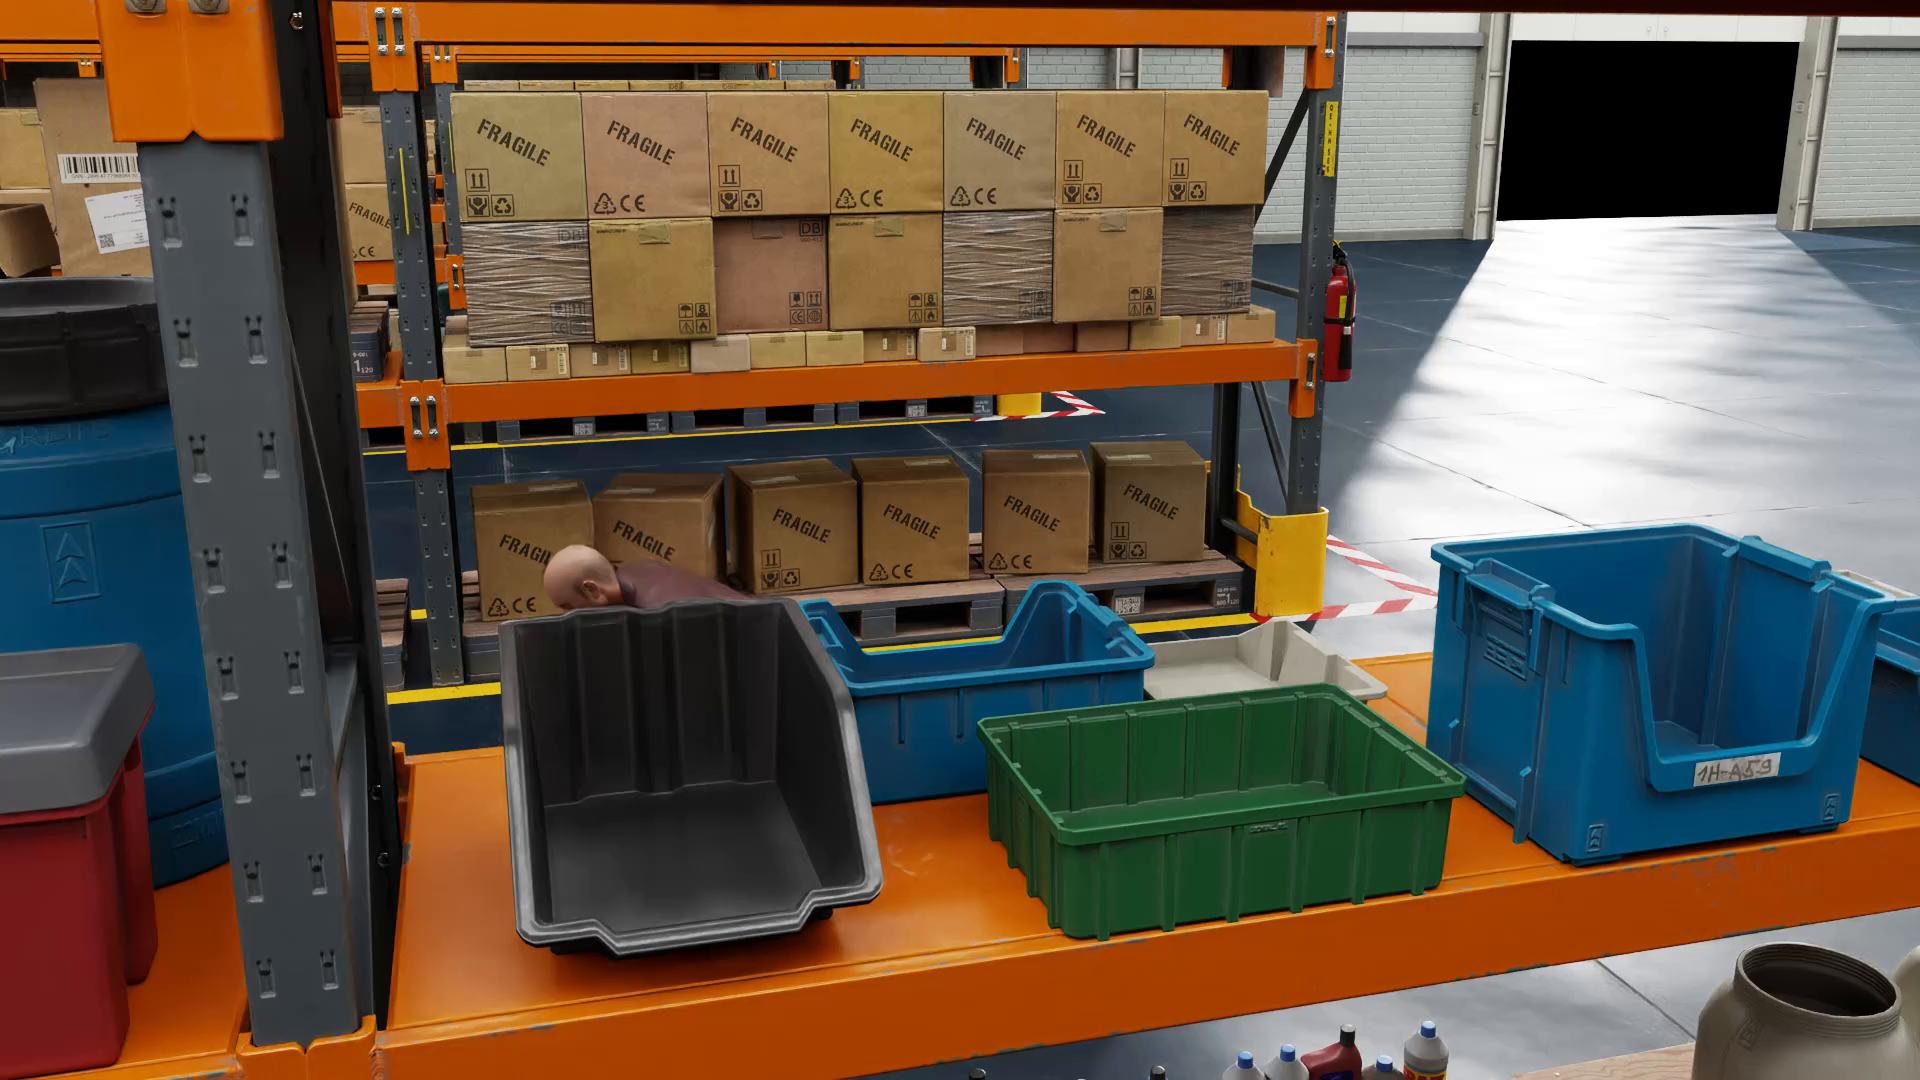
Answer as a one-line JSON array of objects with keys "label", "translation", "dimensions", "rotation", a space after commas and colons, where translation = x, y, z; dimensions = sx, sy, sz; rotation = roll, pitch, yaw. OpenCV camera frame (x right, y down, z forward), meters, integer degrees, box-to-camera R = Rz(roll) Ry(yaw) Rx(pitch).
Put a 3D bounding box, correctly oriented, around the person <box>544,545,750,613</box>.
[{"label": "person", "translation": [-0.897, 0.528, 5.389], "dimensions": [0.852, 1.125, 0.620], "rotation": [-4, 16, -15]}]
